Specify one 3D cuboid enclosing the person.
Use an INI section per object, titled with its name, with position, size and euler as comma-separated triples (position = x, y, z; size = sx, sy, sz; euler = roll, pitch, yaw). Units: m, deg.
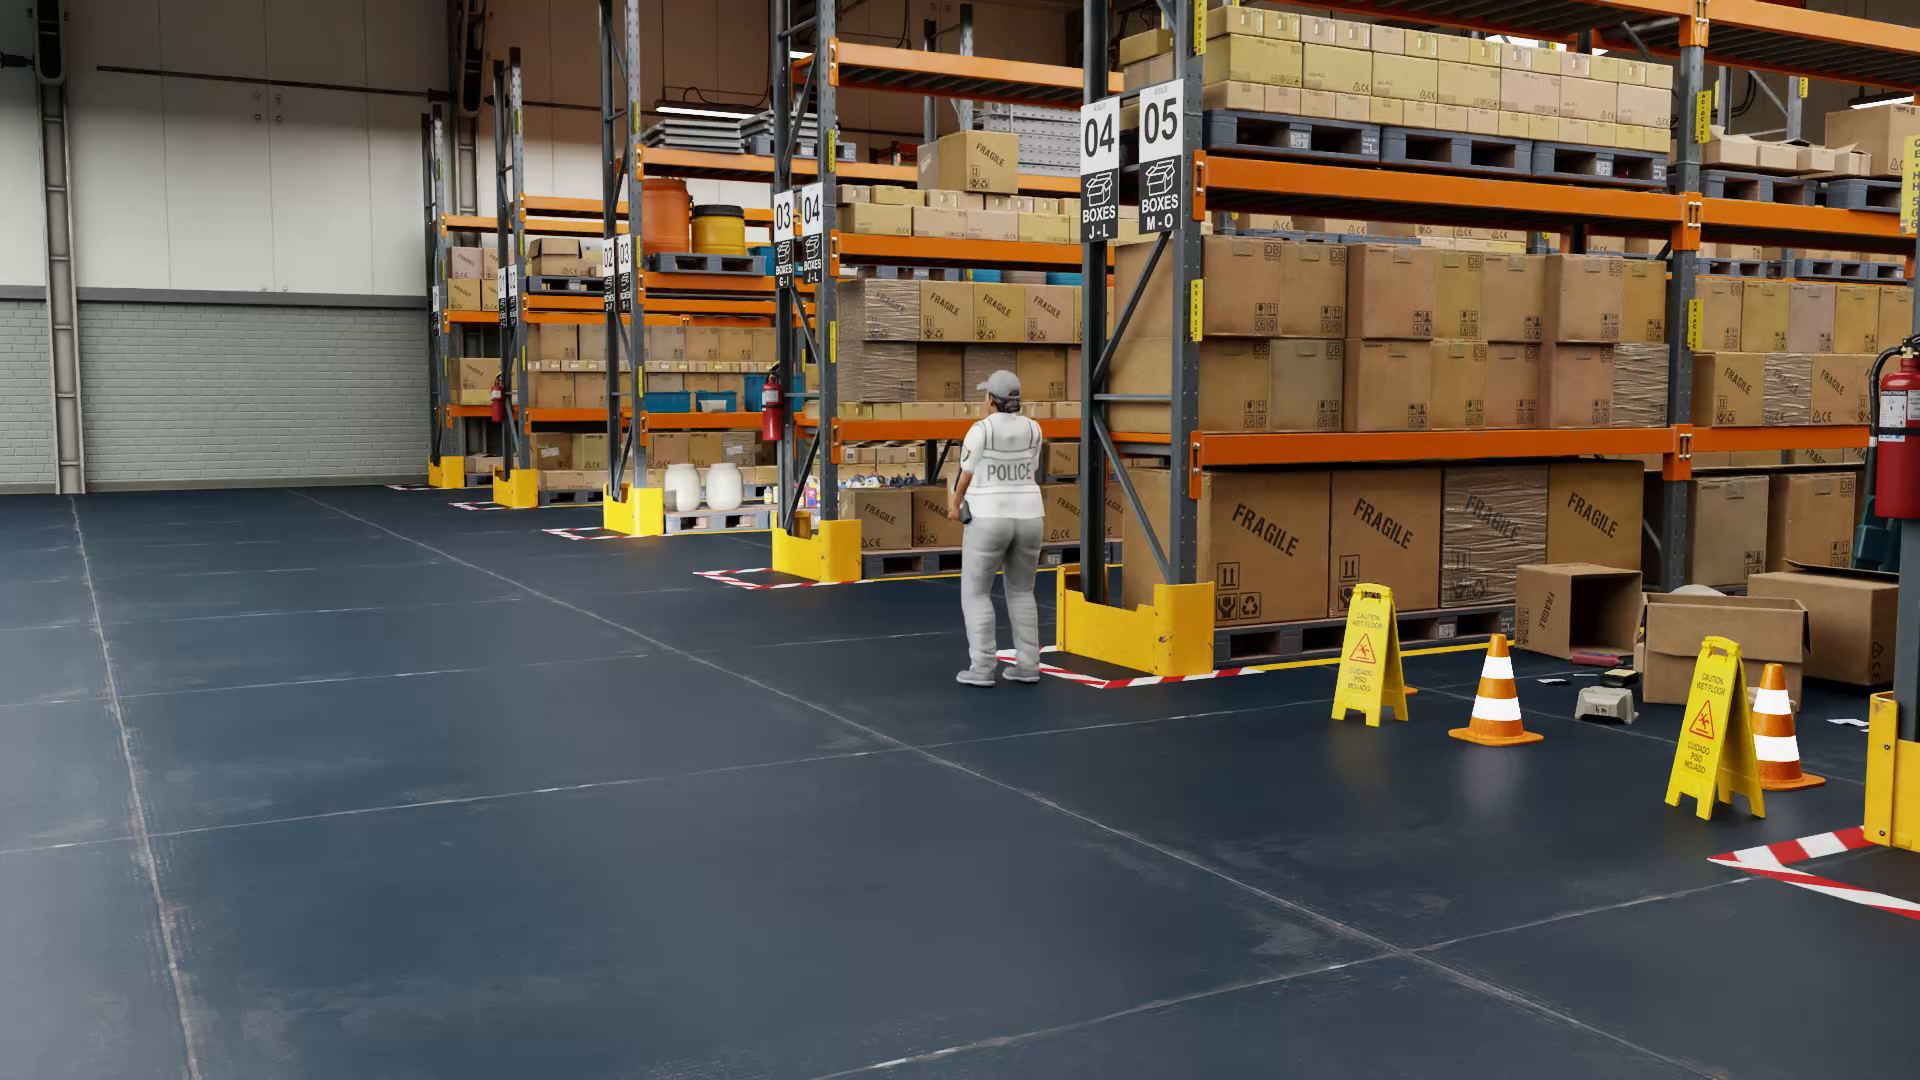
[person]
position = 0.219, -0.079, 8.799
size = 0.548, 1.670, 0.503
euler = -3, 6, -28
